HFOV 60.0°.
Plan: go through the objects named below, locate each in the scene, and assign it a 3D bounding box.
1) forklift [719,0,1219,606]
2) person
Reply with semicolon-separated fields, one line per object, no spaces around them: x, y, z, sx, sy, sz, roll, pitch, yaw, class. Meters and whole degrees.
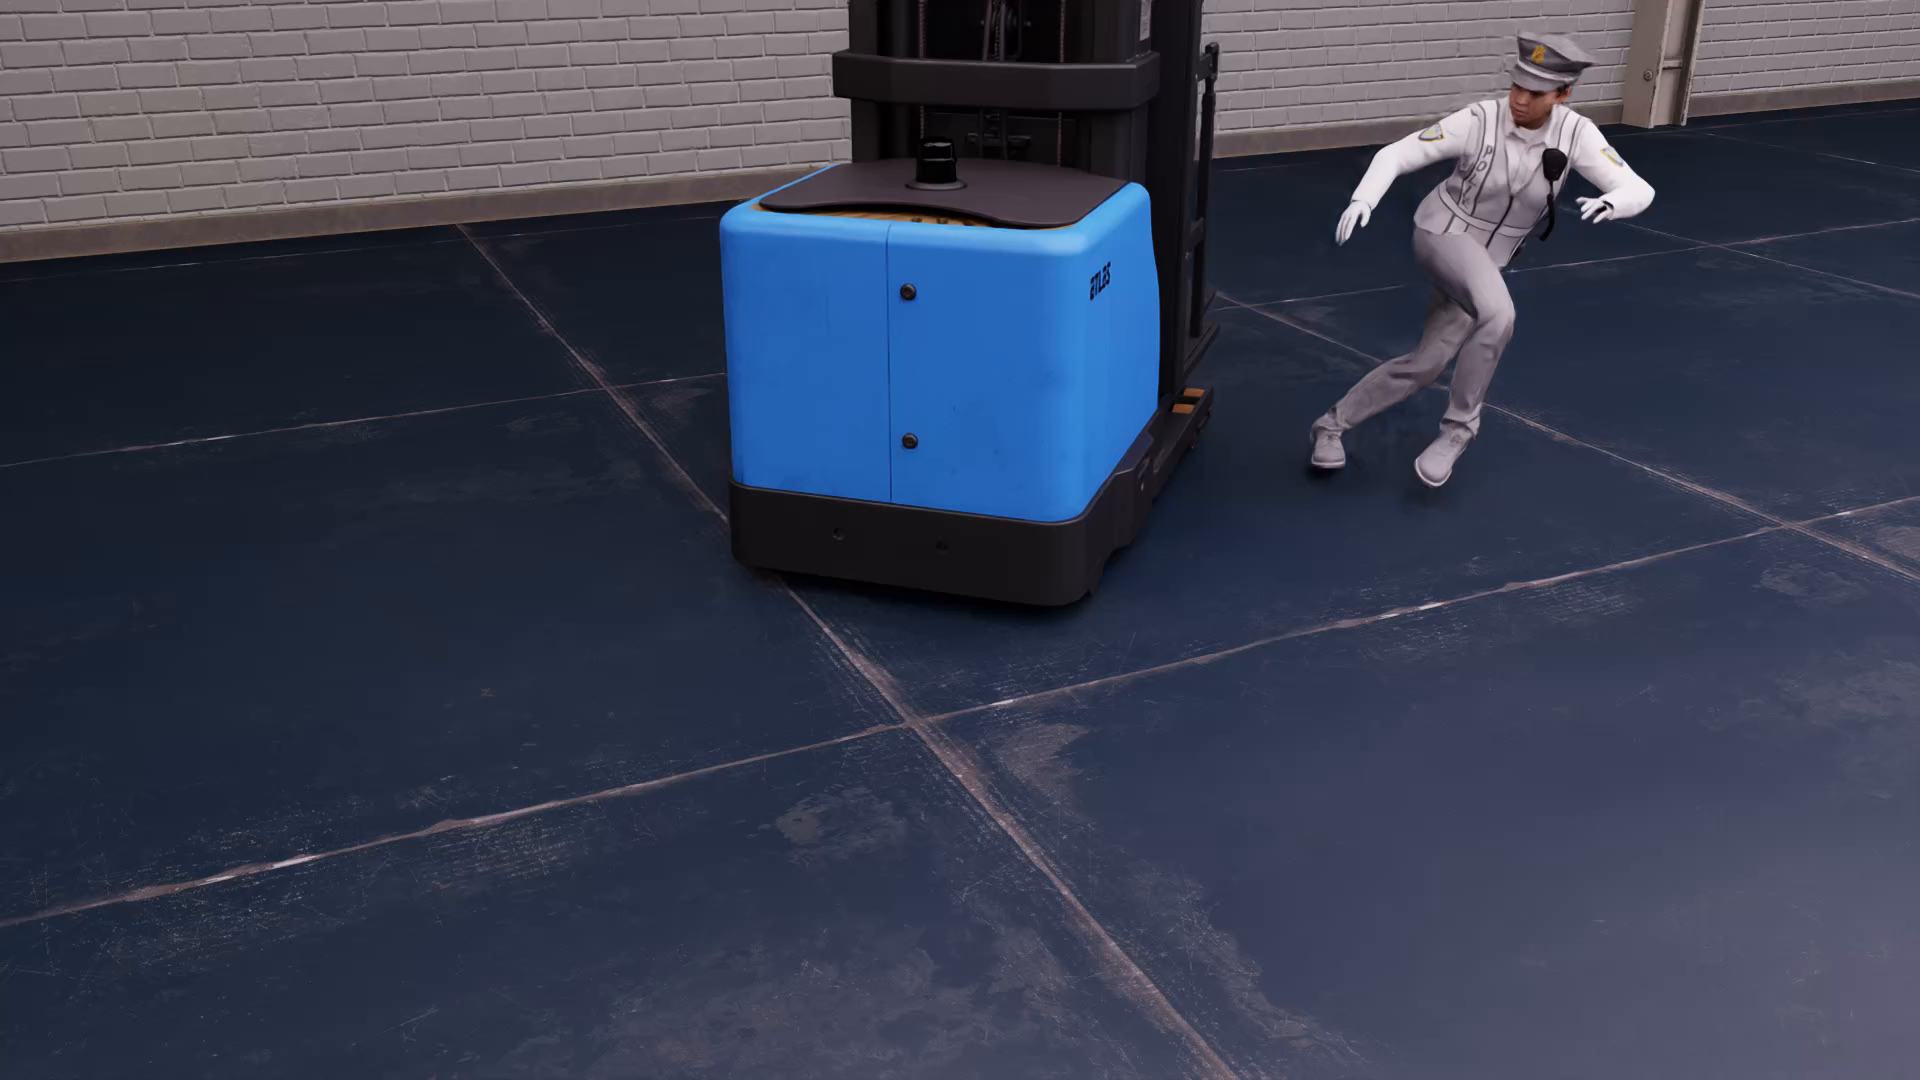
0.287;-1.711;5.405;1.130;2.935;3.031;7;24;17;forklift
1.622;-0.863;5.263;0.916;1.429;0.838;-5;23;-11;person
